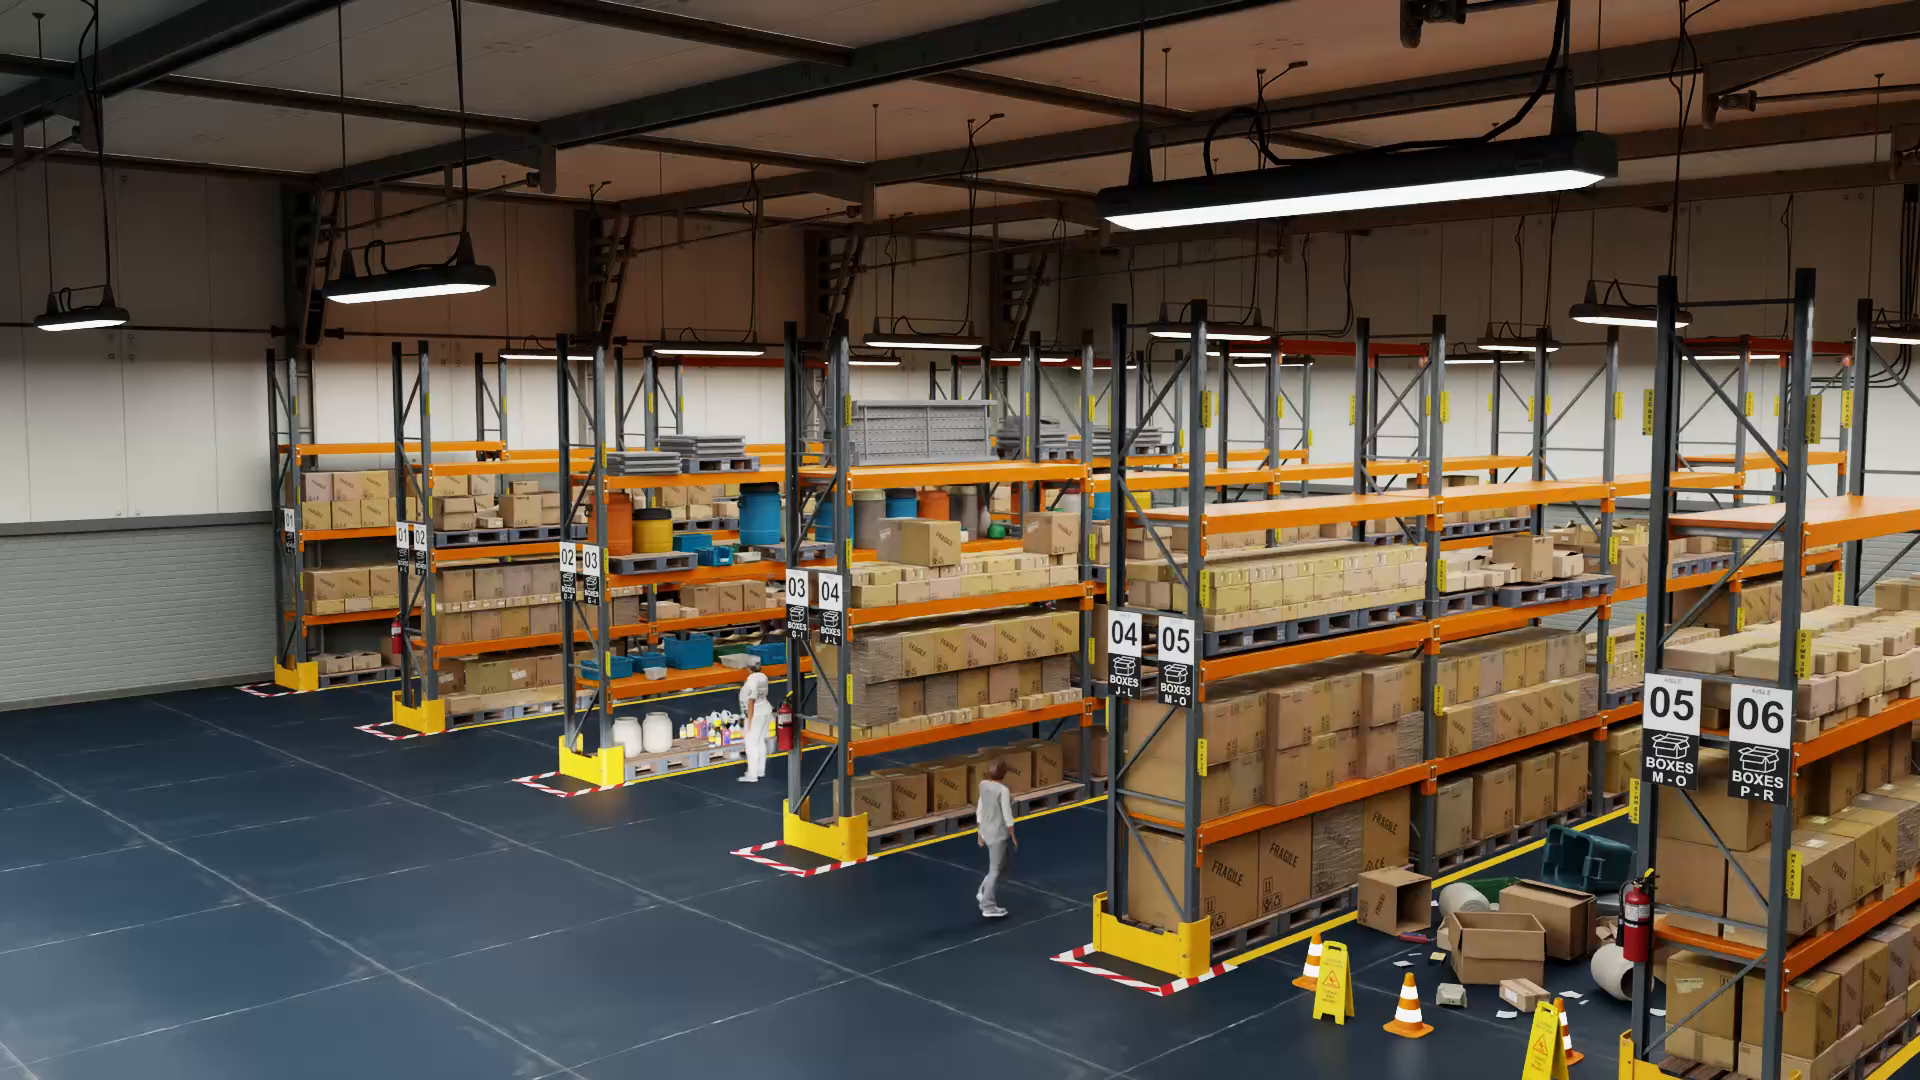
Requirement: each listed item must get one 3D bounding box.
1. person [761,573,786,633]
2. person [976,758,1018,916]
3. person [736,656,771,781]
[{"bbox_3d":[-3.730,1.466,33.127,0.577,1.738,0.488,0,5,0],"label":"person"},{"bbox_3d":[0.379,2.933,16.426,0.390,1.594,0.397,-2,5,-18],"label":"person"},{"bbox_3d":[-2.754,2.395,22.377,0.406,1.669,0.523,1,5,15],"label":"person"}]
